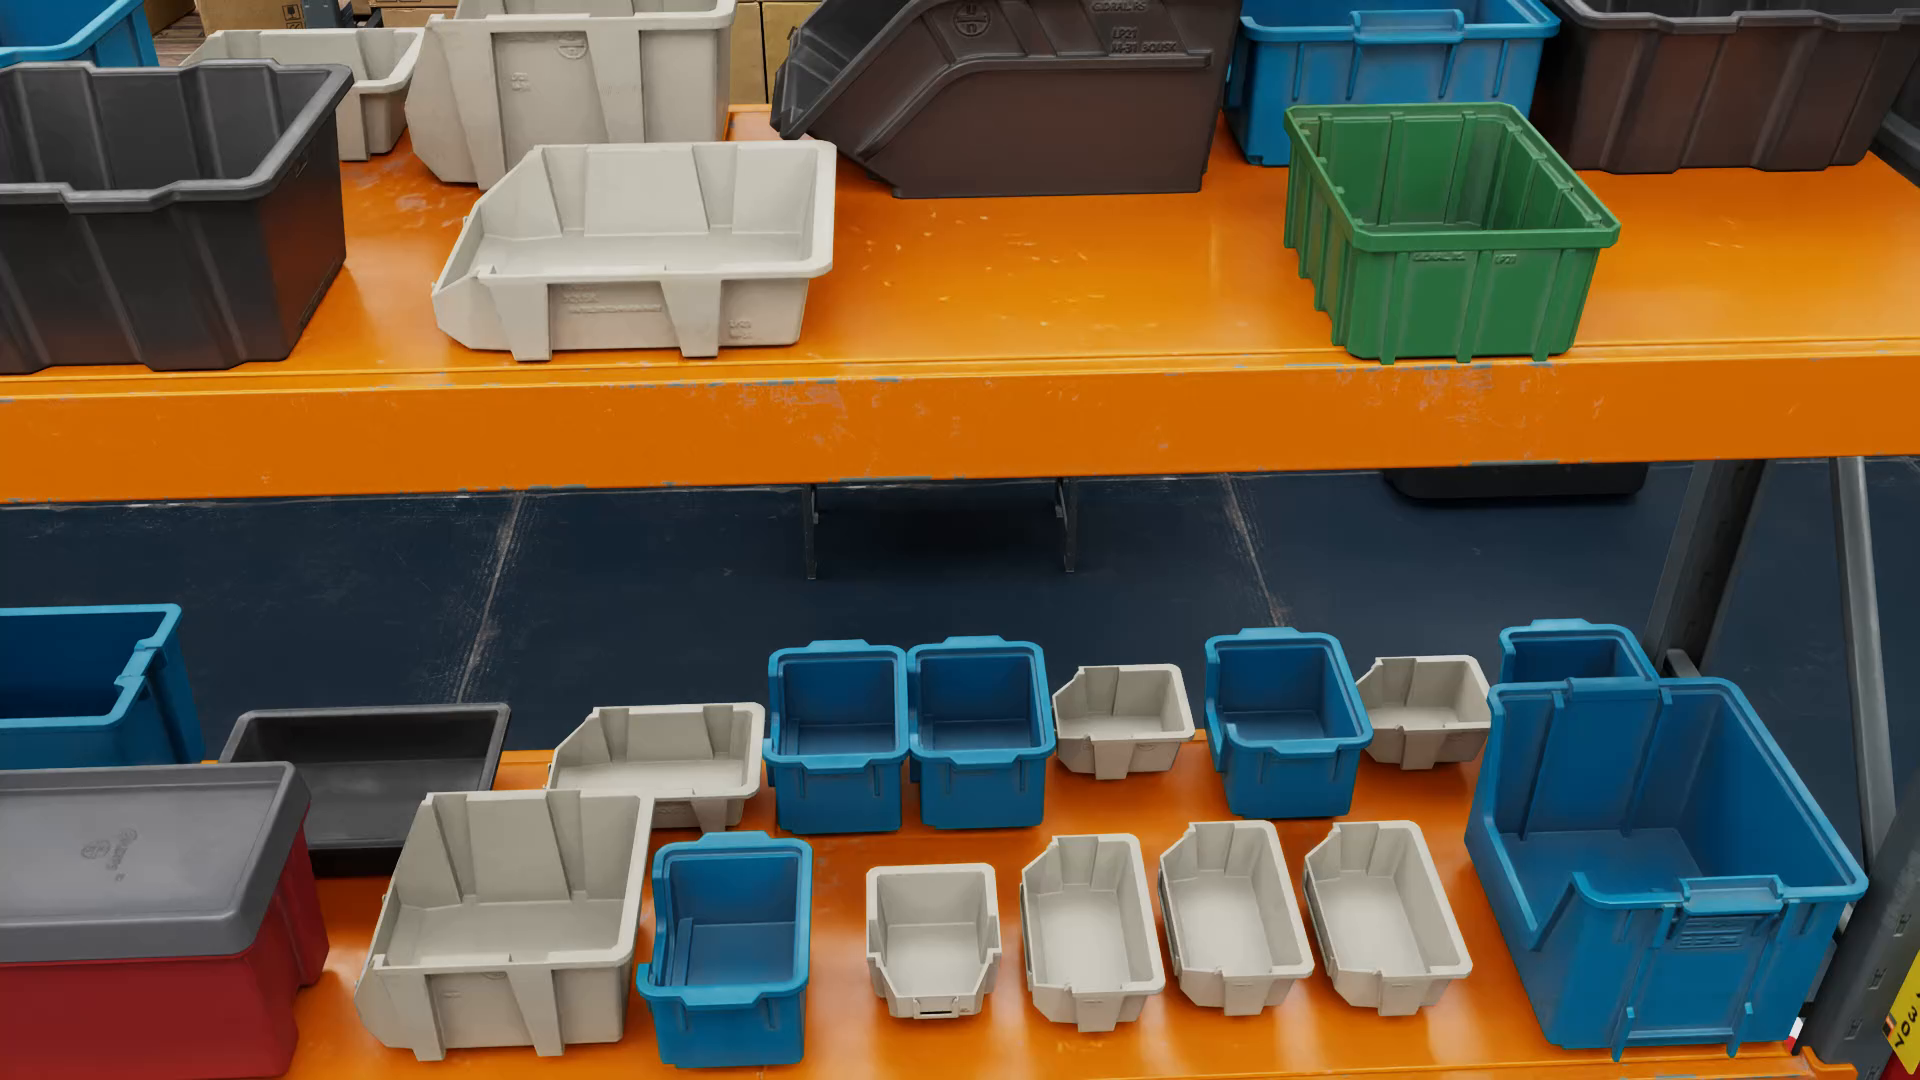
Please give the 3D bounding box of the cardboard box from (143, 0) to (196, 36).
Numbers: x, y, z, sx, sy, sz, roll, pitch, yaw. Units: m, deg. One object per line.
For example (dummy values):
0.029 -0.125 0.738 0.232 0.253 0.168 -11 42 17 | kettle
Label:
-3.777 -2.453 7.202 0.500 0.500 0.700 4 35 5 | cardboard box

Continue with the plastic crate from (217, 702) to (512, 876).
-1.273 0.541 3.521 0.590 0.125 0.437 -2 35 -2 | plastic crate

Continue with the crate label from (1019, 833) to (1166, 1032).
0.244 0.758 3.198 0.243 0.136 0.396 -2 35 -2 | crate label

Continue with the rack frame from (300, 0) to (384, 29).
-2.609 -2.180 7.264 0.127 3.000 1.000 -2 35 -2 | rack frame

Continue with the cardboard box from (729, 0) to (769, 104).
-1.076 -2.108 7.072 0.500 0.500 0.500 -2 35 -2 | cardboard box

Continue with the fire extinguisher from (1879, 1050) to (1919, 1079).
1.789 0.968 3.112 0.183 0.674 0.296 -2 35 -2 | fire extinguisher

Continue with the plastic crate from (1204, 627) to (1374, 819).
0.697 0.410 3.617 0.300 0.233 0.416 -2 35 -2 | plastic crate

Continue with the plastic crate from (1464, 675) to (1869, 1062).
1.291 0.604 3.157 0.499 0.435 0.616 -2 35 -2 | plastic crate

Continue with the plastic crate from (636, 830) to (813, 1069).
-0.422 0.773 3.091 0.300 0.233 0.416 -2 35 -2 | plastic crate

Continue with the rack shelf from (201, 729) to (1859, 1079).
-0.381 0.878 3.478 4.000 0.370 1.077 -2 35 -2 | rack shelf

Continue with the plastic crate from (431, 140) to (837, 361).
-0.435 -0.400 2.288 0.530 0.136 0.437 -2 35 -2 | plastic crate

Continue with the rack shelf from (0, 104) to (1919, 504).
-0.381 -0.356 2.624 4.000 0.370 1.077 -2 35 -2 | rack shelf

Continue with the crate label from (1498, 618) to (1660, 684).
1.355 0.392 3.642 0.303 0.233 0.416 -2 35 -2 | crate label

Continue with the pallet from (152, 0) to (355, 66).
-3.413 -2.141 7.377 1.213 0.211 1.003 -2 35 -2 | pallet

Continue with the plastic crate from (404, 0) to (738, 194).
-0.611 -0.772 2.698 0.530 0.282 0.437 -2 35 -2 | plastic crate

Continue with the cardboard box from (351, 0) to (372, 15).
-4.378 -4.167 11.656 0.750 0.750 0.750 -1 35 -1 | cardboard box

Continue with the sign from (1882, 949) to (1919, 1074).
1.659 0.773 2.853 0.005 0.325 0.100 -2 35 -2 | sign

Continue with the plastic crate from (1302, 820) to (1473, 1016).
0.811 0.737 3.229 0.243 0.136 0.396 -2 35 -2 | plastic crate

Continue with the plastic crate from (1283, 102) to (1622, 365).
0.645 -0.429 2.285 0.336 0.188 0.450 -2 35 -2 | plastic crate

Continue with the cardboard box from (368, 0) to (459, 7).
-2.125 -2.485 6.738 0.500 0.500 0.500 -1 35 -1 | cardboard box

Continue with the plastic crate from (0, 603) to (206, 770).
-1.928 0.411 3.481 0.575 0.384 0.392 -2 35 -2 | plastic crate

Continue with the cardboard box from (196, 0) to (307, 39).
-3.093 -2.508 7.281 0.500 0.500 0.700 -13 37 -18 | cardboard box

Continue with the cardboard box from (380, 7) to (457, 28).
-2.087 -2.080 7.032 0.500 0.500 0.500 -1 35 -1 | cardboard box

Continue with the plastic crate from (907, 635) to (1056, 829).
0.040 0.427 3.591 0.300 0.233 0.416 -2 35 -2 | plastic crate

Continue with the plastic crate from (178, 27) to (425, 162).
-1.126 -0.740 2.779 0.466 0.136 0.293 -2 35 -2 | plastic crate

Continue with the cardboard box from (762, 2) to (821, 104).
-0.568 -2.122 7.093 0.500 0.500 0.500 -2 35 -3 | cardboard box

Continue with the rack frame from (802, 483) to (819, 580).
-0.593 -0.601 6.300 0.032 1.500 0.500 -2 35 -2 | rack frame

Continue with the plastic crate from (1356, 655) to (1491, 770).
1.030 0.393 3.725 0.298 0.136 0.250 -2 35 -2 | plastic crate

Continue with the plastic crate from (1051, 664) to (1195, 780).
0.353 0.411 3.699 0.298 0.136 0.250 -2 35 -2 | plastic crate

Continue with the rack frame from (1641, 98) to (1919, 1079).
1.617 0.528 3.351 0.127 3.000 1.000 -2 35 -2 | rack frame

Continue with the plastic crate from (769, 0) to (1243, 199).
0.078 -0.795 2.681 0.767 0.338 0.504 -2 35 -2 | plastic crate

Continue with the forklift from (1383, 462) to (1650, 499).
2.275 -2.187 7.335 1.130 2.935 3.031 -2 35 -2 | forklift

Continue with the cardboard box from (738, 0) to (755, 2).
-1.096 -2.513 6.778 0.500 0.500 0.500 -3 35 -4 | cardboard box

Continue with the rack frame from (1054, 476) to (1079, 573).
0.423 -0.628 6.340 0.032 1.500 0.500 -2 35 -2 | rack frame

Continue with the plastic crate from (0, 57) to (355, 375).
-1.125 -0.421 2.202 0.590 0.269 0.497 -2 35 -2 | plastic crate

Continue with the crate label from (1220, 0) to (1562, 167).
0.680 -0.803 2.769 0.502 0.251 0.408 -2 35 -2 | crate label

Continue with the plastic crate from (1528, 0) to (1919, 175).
1.219 -0.800 2.749 0.590 0.269 0.497 -2 35 -2 | plastic crate

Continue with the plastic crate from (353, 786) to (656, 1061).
-0.845 0.724 3.120 0.530 0.282 0.437 -2 35 -2 | plastic crate

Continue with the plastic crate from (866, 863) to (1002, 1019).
-0.051 0.776 3.171 0.250 0.136 0.298 -2 35 -2 | plastic crate

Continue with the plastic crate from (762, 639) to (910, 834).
-0.260 0.435 3.579 0.300 0.233 0.416 -2 35 -2 | plastic crate

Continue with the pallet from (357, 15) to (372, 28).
-3.615 -3.785 12.034 1.213 0.211 1.003 -2 35 -2 | pallet

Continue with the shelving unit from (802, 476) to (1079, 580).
-0.085 -0.614 6.320 1.048 1.500 0.538 -2 35 -2 | shelving unit

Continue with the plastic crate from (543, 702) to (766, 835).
-0.653 0.502 3.568 0.466 0.136 0.293 -2 35 -2 | plastic crate

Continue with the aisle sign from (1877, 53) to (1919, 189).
1.675 -0.712 2.858 0.004 0.787 0.394 -2 35 -2 | aisle sign

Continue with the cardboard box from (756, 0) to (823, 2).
-0.581 -2.527 6.799 0.500 0.500 0.500 -1 35 -1 | cardboard box

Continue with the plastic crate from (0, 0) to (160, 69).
-1.484 -0.735 2.687 0.300 0.233 0.416 -2 35 -2 | plastic crate

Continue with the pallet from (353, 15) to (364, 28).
-4.836 -3.751 11.984 1.213 0.211 1.003 -2 35 -2 | pallet

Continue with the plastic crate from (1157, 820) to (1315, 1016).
0.521 0.736 3.229 0.243 0.136 0.396 -2 35 -2 | plastic crate

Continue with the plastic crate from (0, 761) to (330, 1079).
-1.475 0.703 2.989 0.583 0.464 0.402 -2 35 -2 | plastic crate
